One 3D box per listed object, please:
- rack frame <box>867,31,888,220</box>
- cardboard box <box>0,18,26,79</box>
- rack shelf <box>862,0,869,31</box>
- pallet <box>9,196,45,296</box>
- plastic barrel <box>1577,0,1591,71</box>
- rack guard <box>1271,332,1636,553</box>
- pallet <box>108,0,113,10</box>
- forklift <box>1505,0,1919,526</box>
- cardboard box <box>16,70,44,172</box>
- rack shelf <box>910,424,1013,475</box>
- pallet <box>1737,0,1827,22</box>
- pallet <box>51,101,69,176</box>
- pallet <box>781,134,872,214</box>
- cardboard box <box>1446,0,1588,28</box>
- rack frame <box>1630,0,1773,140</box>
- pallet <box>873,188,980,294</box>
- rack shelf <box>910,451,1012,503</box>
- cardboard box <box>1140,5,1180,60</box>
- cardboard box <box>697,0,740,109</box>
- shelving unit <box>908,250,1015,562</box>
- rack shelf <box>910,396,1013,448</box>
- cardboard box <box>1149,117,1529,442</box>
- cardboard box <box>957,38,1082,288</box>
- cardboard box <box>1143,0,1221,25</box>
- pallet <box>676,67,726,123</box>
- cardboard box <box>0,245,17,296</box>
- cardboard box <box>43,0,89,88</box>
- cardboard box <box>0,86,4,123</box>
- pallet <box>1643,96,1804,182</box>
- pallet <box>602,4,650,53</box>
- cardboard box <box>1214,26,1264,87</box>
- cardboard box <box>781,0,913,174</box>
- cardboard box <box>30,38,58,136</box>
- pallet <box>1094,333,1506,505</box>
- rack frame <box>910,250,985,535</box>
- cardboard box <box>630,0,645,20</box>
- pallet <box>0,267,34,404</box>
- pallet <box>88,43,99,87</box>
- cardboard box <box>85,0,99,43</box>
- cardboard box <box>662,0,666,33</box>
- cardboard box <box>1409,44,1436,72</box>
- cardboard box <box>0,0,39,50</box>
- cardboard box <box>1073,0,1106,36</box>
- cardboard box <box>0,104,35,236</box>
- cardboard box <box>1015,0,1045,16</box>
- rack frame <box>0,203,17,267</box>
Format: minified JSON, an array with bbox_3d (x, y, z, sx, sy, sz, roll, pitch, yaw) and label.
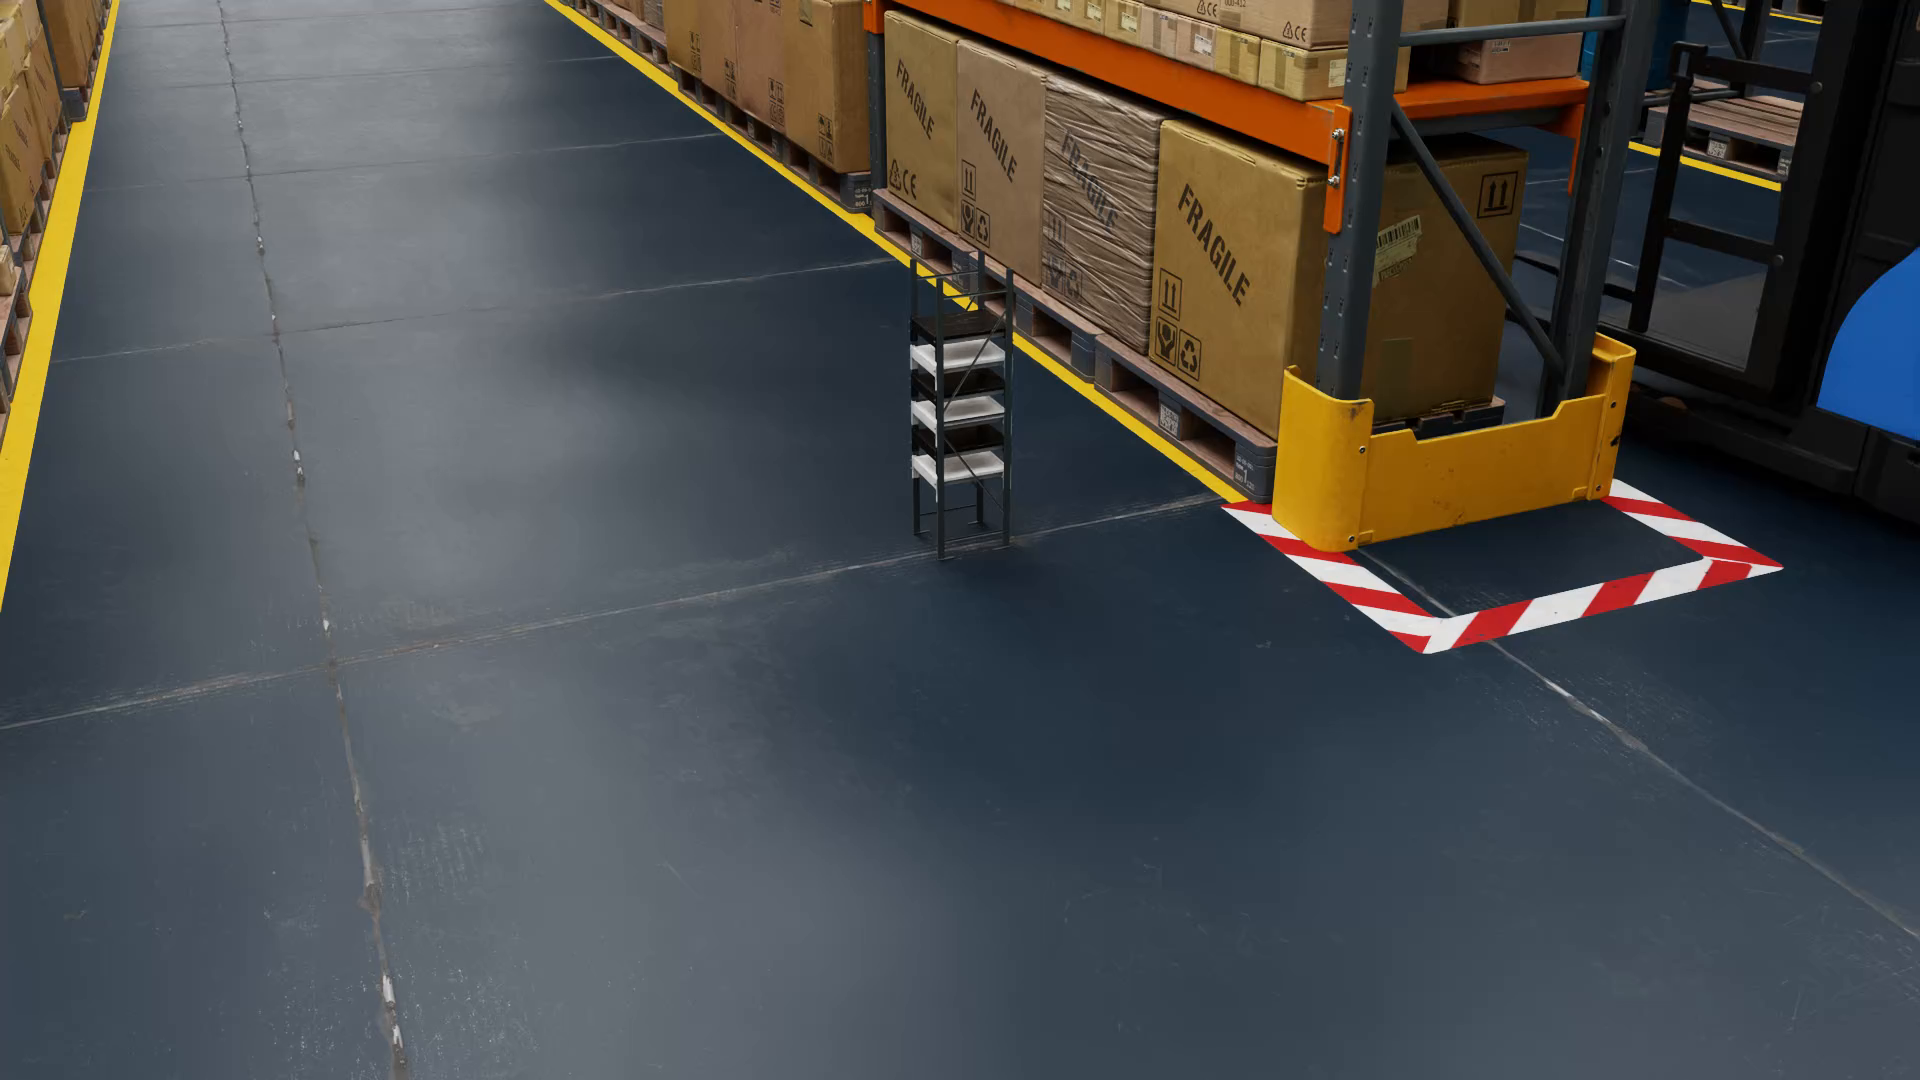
[{"bbox_3d":[0.021,-3.093,8.166,1.000,3.000,0.127,-11,28,-21],"label":"rack frame"},{"bbox_3d":[-5.035,-2.449,8.363,0.500,0.250,0.500,-9,28,-19],"label":"cardboard box"},{"bbox_3d":[-0.762,-3.577,9.978,1.077,0.370,4.000,-11,28,-21],"label":"rack shelf"},{"bbox_3d":[-4.889,-1.343,7.759,1.003,0.211,1.213,-11,28,-21],"label":"pallet"},{"bbox_3d":[4.103,-3.698,11.319,0.600,0.901,0.708,-11,28,-21],"label":"plastic barrel"},{"bbox_3d":[1.597,-0.345,5.387,1.175,0.500,0.348,-11,28,-21],"label":"rack guard"},{"bbox_3d":[-8.423,-5.072,15.397,1.003,0.211,1.213,-11,28,-21],"label":"pallet"},{"bbox_3d":[2.990,-1.760,5.514,1.130,2.935,3.031,-15,30,-28],"label":"forklift"},{"bbox_3d":[-5.054,-2.113,8.530,0.500,0.500,0.500,-10,28,-20],"label":"cardboard box"},{"bbox_3d":[0.003,-0.290,5.100,0.258,0.077,0.200,-11,28,-21],"label":"rack shelf"},{"bbox_3d":[7.828,-4.847,14.938,1.003,0.211,1.213,-11,28,-21],"label":"pallet"},{"bbox_3d":[-5.844,-2.328,9.777,1.003,0.211,1.213,-11,28,-21],"label":"pallet"},{"bbox_3d":[-0.351,-2.139,9.389,1.003,0.211,1.213,-11,28,-21],"label":"pallet"},{"bbox_3d":[1.648,-1.785,5.318,0.500,0.250,0.500,-11,28,-22],"label":"cardboard box"},{"bbox_3d":[4.578,-3.944,9.909,1.000,3.000,0.127,-11,28,-21],"label":"rack frame"},{"bbox_3d":[0.247,-1.520,8.122,1.003,0.211,1.213,-11,28,-21],"label":"pallet"},{"bbox_3d":[0.003,-0.209,5.139,0.258,0.077,0.200,-11,28,-21],"label":"rack shelf"},{"bbox_3d":[0.847,-1.760,5.723,0.380,0.149,0.250,-10,28,-20],"label":"cardboard box"},{"bbox_3d":[-0.953,-3.298,10.530,1.225,0.875,0.875,-10,28,-20],"label":"cardboard box"},{"bbox_3d":[0.003,-0.401,5.046,0.258,0.900,0.210,-11,28,-21],"label":"shelving unit"},{"bbox_3d":[0.003,-0.371,5.060,0.258,0.077,0.200,-11,28,-21],"label":"rack shelf"},{"bbox_3d":[1.263,-0.957,5.734,0.875,0.875,0.875,-11,28,-21],"label":"cardboard box"},{"bbox_3d":[0.558,-1.683,7.222,0.875,0.875,0.875,-11,28,-21],"label":"cardboard box"},{"bbox_3d":[0.955,-1.899,5.553,0.500,0.250,0.500,-11,28,-21],"label":"cardboard box"},{"bbox_3d":[-1.306,-3.124,11.407,1.003,0.211,1.213,-11,28,-21],"label":"pallet"},{"bbox_3d":[-4.116,-1.089,6.833,0.380,0.149,0.250,-10,28,-20],"label":"cardboard box"},{"bbox_3d":[-6.305,-3.336,10.748,1.050,0.750,0.750,-11,28,-21],"label":"cardboard box"},{"bbox_3d":[-4.629,-2.028,7.500,0.500,0.250,0.500,-12,28,-23],"label":"cardboard box"},{"bbox_3d":[4.902,-2.401,9.927,1.003,0.211,1.213,-11,28,-21],"label":"pallet"},{"bbox_3d":[-2.324,-4.262,13.739,1.003,0.211,1.213,-11,28,-21],"label":"pallet"},{"bbox_3d":[1.041,-1.557,5.307,0.380,0.149,0.250,-10,28,-20],"label":"cardboard box"},{"bbox_3d":[-0.248,-2.582,9.062,1.225,0.875,0.875,-10,28,-20],"label":"cardboard box"},{"bbox_3d":[-5.451,-2.531,9.385,0.500,0.500,0.500,-9,28,-19],"label":"cardboard box"},{"bbox_3d":[1.202,-0.534,6.104,1.003,0.211,1.213,-11,28,-21],"label":"pallet"},{"bbox_3d":[-0.037,-0.442,5.130,0.240,0.900,0.006,-11,28,-21],"label":"rack frame"},{"bbox_3d":[-2.284,-4.499,13.393,0.700,0.500,0.500,-8,27,-16],"label":"cardboard box"},{"bbox_3d":[-4.287,-0.764,6.573,1.003,0.211,1.213,-11,28,-21],"label":"pallet"},{"bbox_3d":[-6.862,-3.466,12.109,1.003,0.211,1.213,-11,28,-21],"label":"pallet"},{"bbox_3d":[-7.015,-4.064,12.240,1.050,0.750,0.750,-11,28,-21],"label":"cardboard box"},{"bbox_3d":[-1.826,-4.049,12.472,0.700,0.500,0.500,-12,29,-23],"label":"cardboard box"},{"bbox_3d":[1.650,-1.669,5.535,0.380,0.149,0.250,-11,28,-21],"label":"cardboard box"},{"bbox_3d":[-5.432,-2.866,9.216,0.500,0.250,0.500,-10,28,-20],"label":"cardboard box"},{"bbox_3d":[0.641,-1.969,6.151,0.380,0.149,0.250,-10,28,-20],"label":"cardboard box"},{"bbox_3d":[-4.628,-1.691,7.665,0.500,0.500,0.500,-9,28,-19],"label":"cardboard box"},{"bbox_3d":[0.442,-2.175,6.571,0.380,0.149,0.250,-11,28,-22],"label":"cardboard box"},{"bbox_3d":[-4.583,-2.282,6.504,1.000,3.000,0.127,-11,28,-21],"label":"rack frame"}]
